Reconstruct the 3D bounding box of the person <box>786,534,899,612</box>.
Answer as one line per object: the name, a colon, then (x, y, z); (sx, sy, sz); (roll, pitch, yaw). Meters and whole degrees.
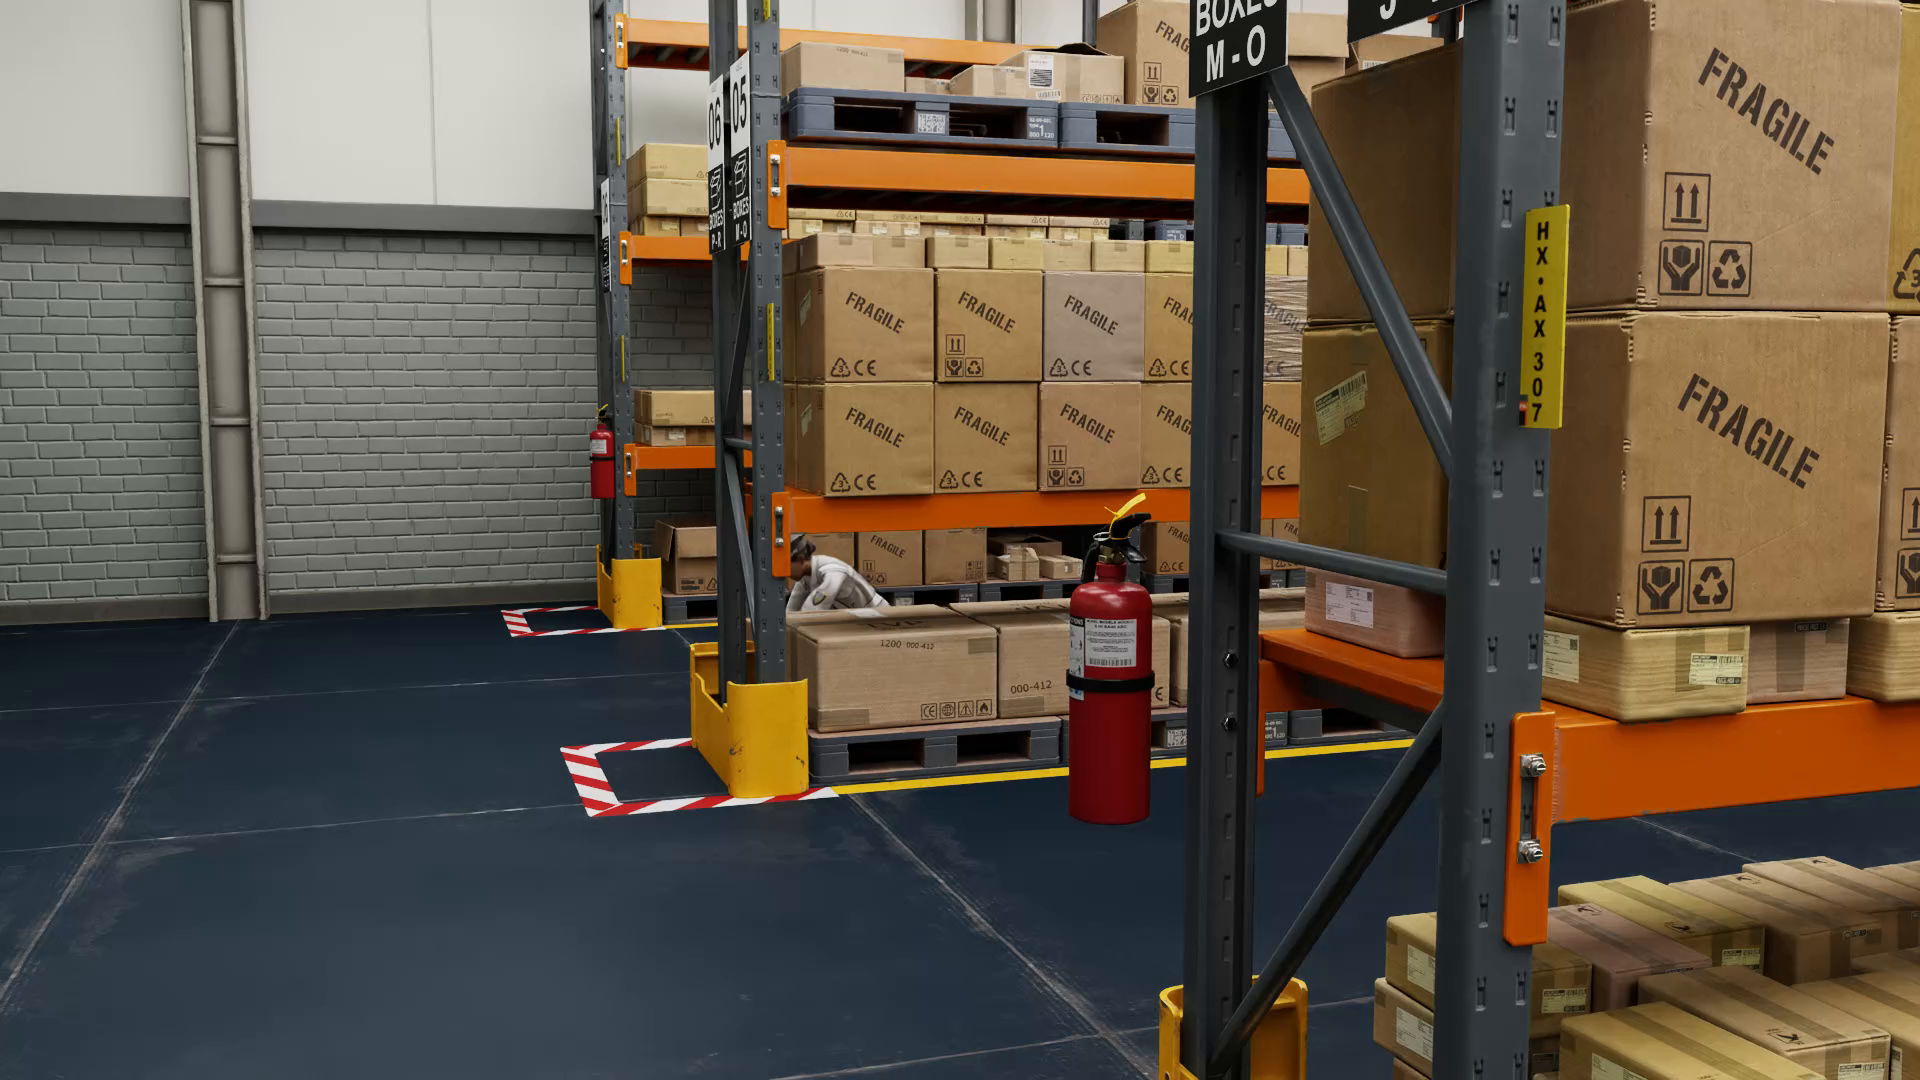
person: (-0.763, 0.409, 9.469); (0.841, 0.987, 0.464); (-2, 6, -22)
